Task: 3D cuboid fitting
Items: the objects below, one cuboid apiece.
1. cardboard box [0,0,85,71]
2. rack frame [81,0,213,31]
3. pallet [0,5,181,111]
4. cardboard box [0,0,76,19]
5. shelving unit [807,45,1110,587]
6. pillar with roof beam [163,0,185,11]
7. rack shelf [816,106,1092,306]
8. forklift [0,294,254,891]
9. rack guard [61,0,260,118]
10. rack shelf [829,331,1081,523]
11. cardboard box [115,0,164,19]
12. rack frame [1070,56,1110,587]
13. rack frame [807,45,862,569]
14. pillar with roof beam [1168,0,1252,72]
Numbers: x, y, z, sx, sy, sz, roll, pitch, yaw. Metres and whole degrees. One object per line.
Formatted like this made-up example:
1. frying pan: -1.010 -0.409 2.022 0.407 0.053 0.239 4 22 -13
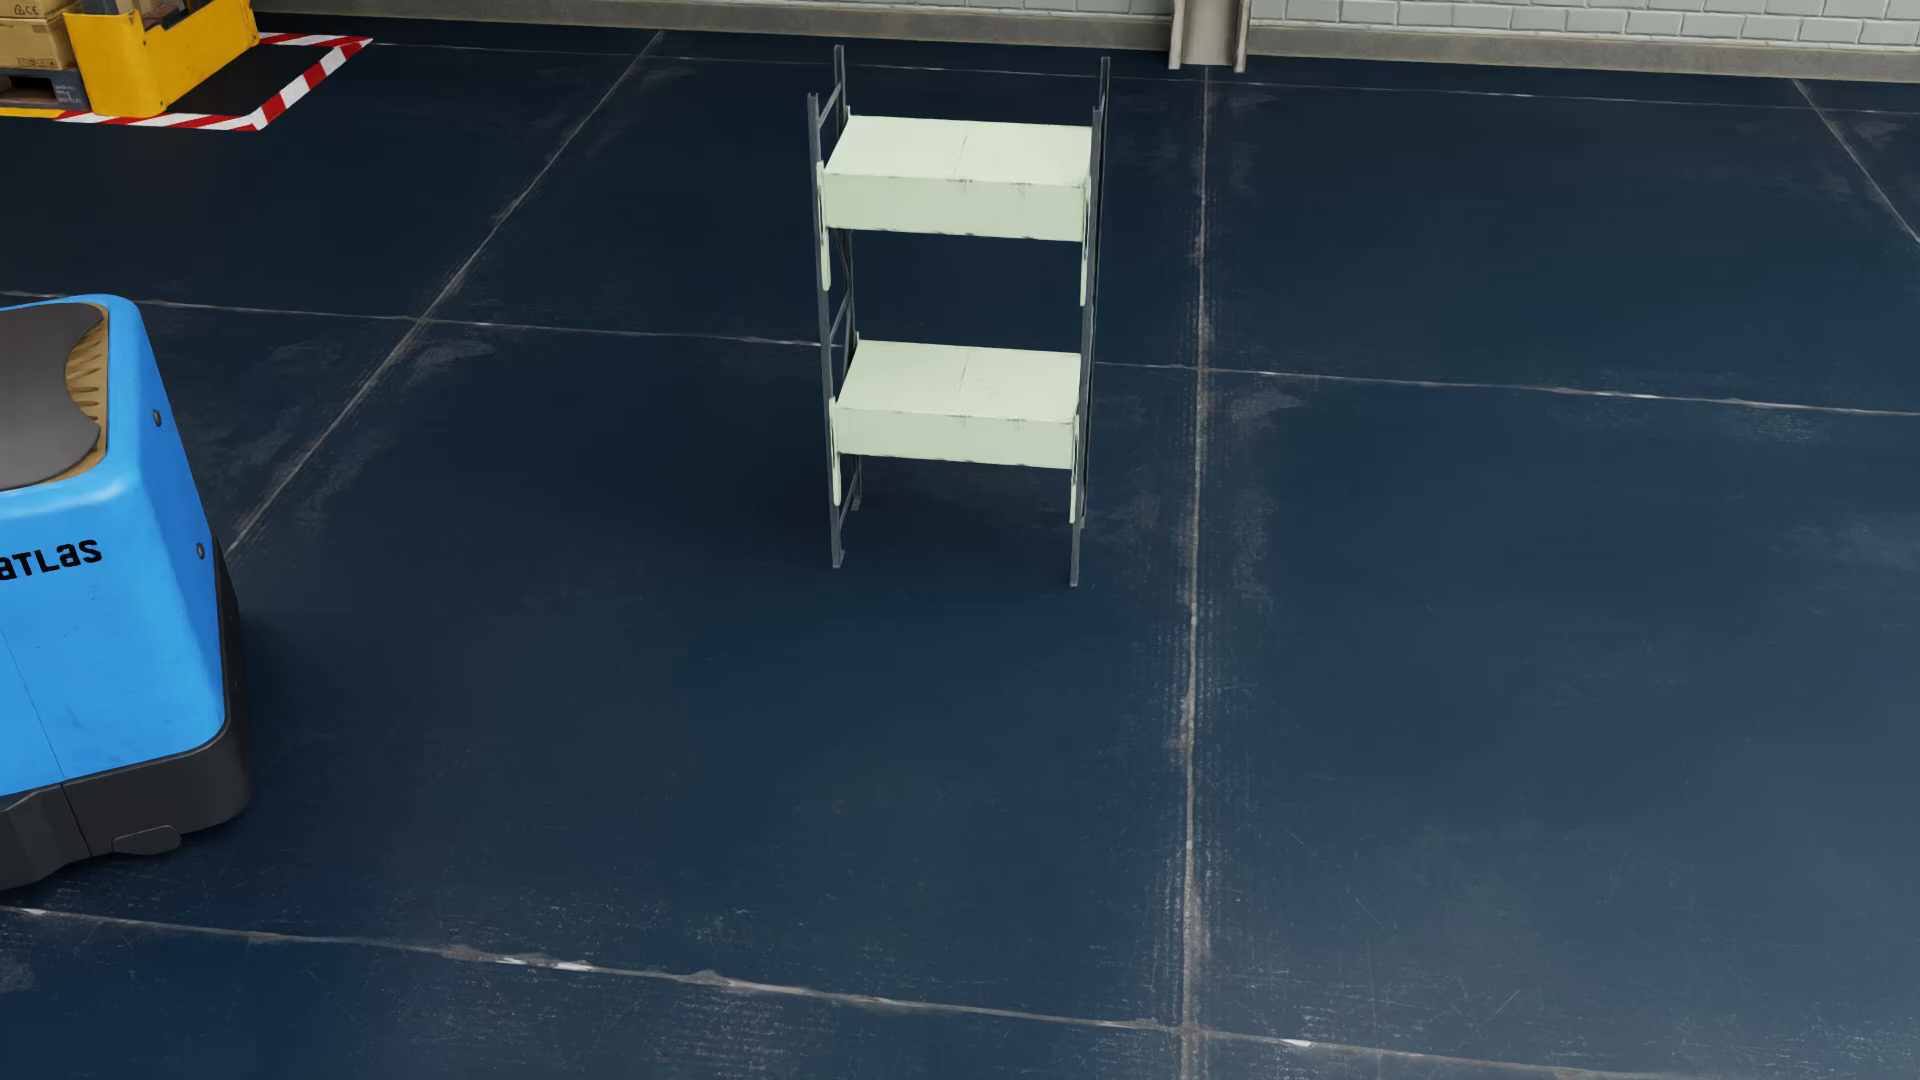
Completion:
1. cardboard box: -4.575 -2.540 8.233 0.500 0.250 0.500 5 36 6
2. rack frame: -4.069 -3.636 7.762 0.127 3.000 1.000 4 36 6
3. pallet: -4.833 -2.533 8.618 1.213 0.211 1.003 4 36 6
4. cardboard box: -4.592 -2.747 8.092 0.500 0.250 0.500 4 36 5
5. shelving unit: 0.007 -0.610 4.814 0.755 1.500 0.431 4 36 6
6. pillar with roof beam: -5.193 -4.168 3.344 0.400 9.000 9.100 4 36 6
7. rack shelf: 0.007 -0.928 4.587 0.720 0.370 0.431 4 36 6
8. forklift: -3.361 -0.395 3.280 3.031 2.935 1.130 -13 38 -18
9. rack guard: -4.045 -2.617 8.486 0.348 0.500 1.175 4 36 6
10. rack shelf: 0.007 -0.345 5.003 0.720 0.370 0.431 4 36 6
11. cardboard box: -4.531 -2.837 8.648 0.500 0.250 0.500 4 36 6
12. rack frame: 0.370 -0.583 4.776 0.023 1.500 0.400 4 36 6
13. rack frame: -0.356 -0.637 4.852 0.023 1.500 0.400 4 36 6
14. pillar with roof beam: 0.758 -3.724 2.722 0.400 9.000 9.100 4 36 6
